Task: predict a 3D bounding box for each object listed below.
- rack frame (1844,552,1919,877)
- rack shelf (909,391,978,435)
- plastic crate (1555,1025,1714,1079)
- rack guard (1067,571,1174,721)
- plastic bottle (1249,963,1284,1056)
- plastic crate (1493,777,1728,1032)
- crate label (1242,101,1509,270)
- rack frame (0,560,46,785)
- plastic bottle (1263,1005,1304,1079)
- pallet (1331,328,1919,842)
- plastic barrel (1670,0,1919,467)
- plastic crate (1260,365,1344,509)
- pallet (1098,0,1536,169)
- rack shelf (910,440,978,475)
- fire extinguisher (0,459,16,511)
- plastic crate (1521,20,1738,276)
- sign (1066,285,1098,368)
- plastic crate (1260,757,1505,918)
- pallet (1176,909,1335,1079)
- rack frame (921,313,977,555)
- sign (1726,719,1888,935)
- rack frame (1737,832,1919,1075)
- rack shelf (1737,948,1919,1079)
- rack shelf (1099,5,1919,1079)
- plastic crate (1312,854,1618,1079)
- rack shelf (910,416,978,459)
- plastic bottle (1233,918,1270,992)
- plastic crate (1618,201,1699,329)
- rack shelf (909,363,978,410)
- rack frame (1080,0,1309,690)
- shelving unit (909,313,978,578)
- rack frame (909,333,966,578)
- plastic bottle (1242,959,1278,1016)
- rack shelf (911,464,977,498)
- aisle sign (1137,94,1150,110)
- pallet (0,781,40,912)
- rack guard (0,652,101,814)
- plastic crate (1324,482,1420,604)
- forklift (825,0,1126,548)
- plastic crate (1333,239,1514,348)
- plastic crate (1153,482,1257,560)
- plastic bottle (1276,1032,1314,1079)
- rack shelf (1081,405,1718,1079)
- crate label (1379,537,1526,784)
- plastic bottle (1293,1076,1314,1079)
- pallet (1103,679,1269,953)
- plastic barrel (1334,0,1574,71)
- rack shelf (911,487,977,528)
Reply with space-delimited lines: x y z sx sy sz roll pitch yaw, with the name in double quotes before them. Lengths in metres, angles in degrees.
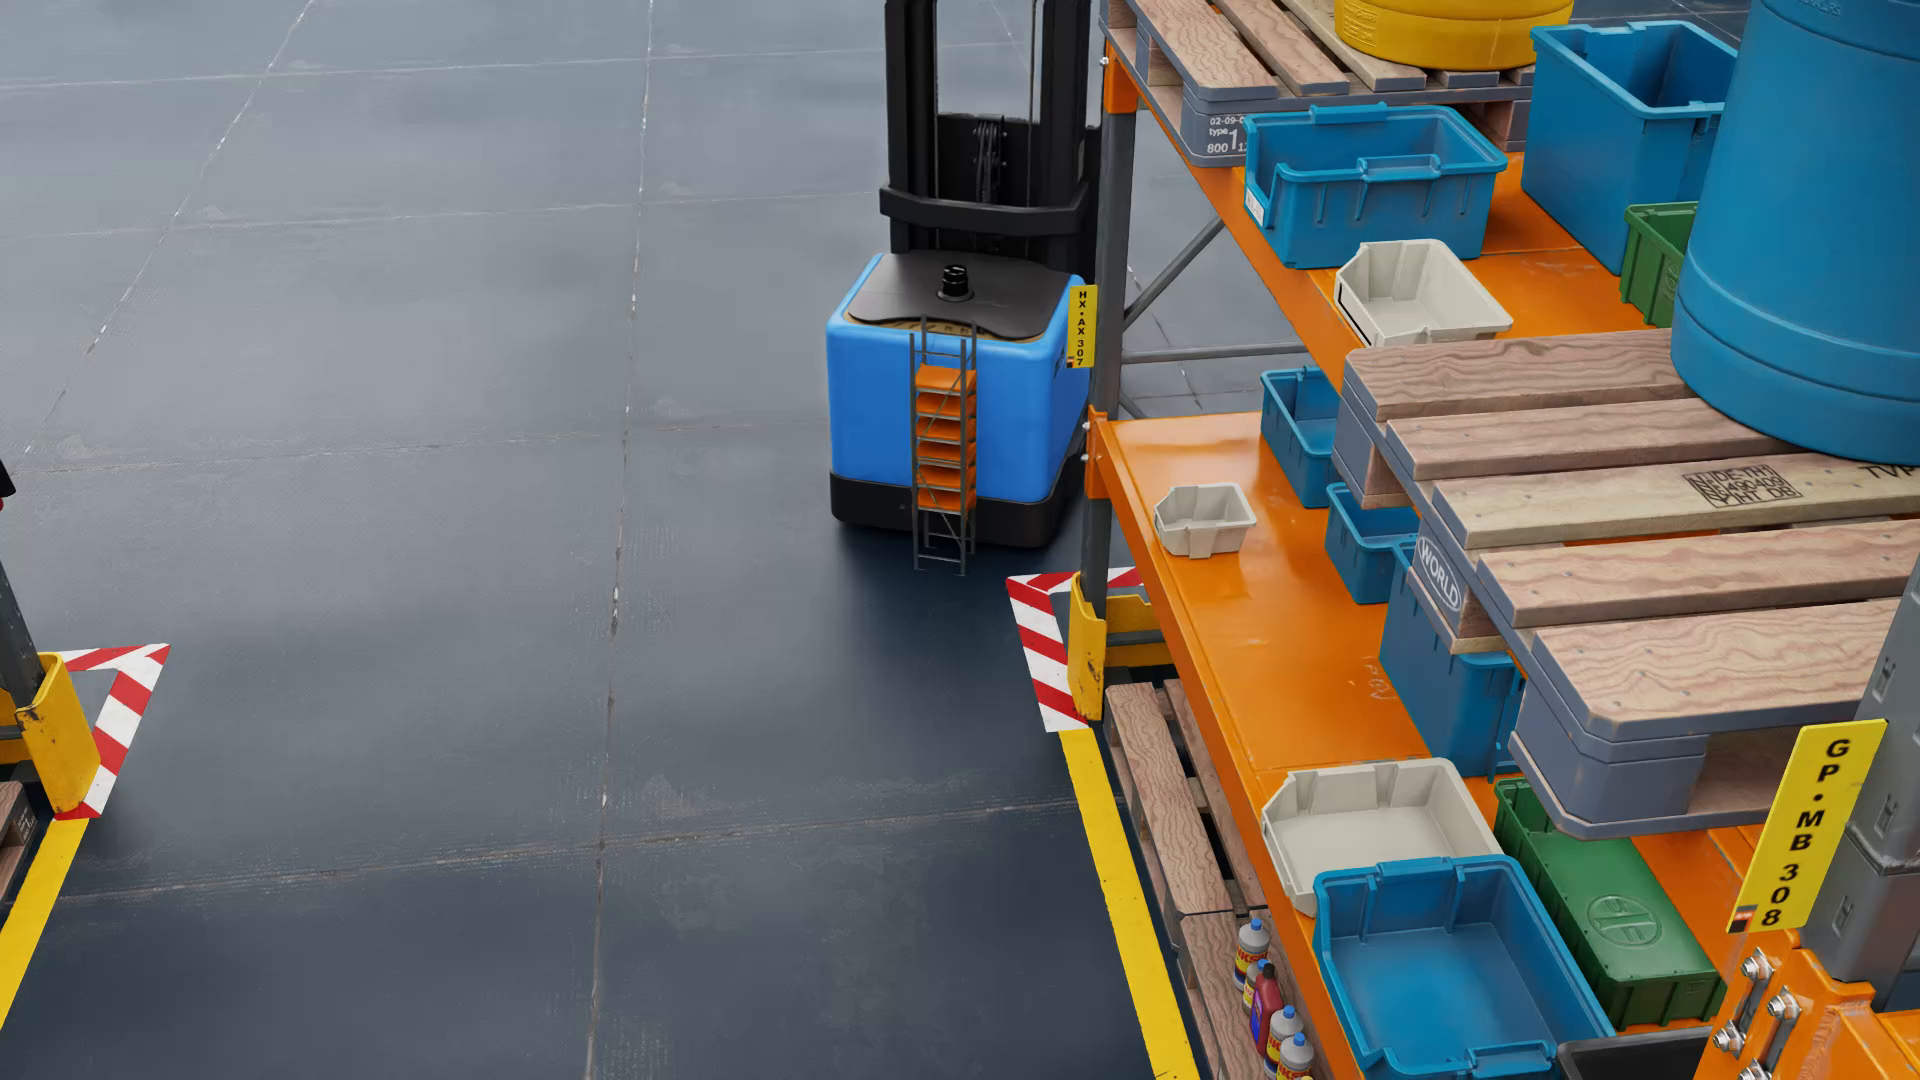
"rack frame" 1.521 -0.935 1.131 1.000 3.000 0.127 -4 35 -6
"rack shelf" -0.070 -0.556 7.153 0.258 0.103 0.180 8 35 12
"plastic crate" 1.576 1.268 3.280 0.767 0.338 0.504 -4 35 -6
"rack guard" 1.039 0.384 6.742 1.175 0.500 0.348 -4 35 -6
"plastic bottle" 0.930 1.416 5.030 0.061 0.283 0.133 -4 34 -6
"plastic crate" 1.618 0.853 4.023 0.450 0.188 0.662 -4 35 -6
"crate label" 0.907 -0.796 3.723 0.502 0.251 0.408 -4 35 -6
"rack frame" -3.925 -0.313 5.545 1.000 3.000 0.127 -4 35 -6
"plastic bottle" 0.964 1.485 4.940 0.097 0.271 0.097 0 34 0
"pallet" 1.327 -0.012 2.609 1.213 0.211 1.003 -4 35 -6
"plastic barrel" 1.493 -0.639 2.543 0.600 0.901 0.708 -4 35 -6
"plastic crate" 1.346 -0.370 5.761 0.499 0.251 0.616 -4 35 -6
"pallet" 0.997 -1.380 4.616 1.003 0.211 1.213 -4 35 -6
"rack shelf" -0.070 -0.358 7.288 0.258 0.103 0.180 8 35 12
"fire extinguisher" -3.484 -0.379 5.712 0.296 0.674 0.183 -4 35 -6
"plastic crate" 1.537 -0.879 3.727 0.392 0.384 0.575 -4 35 -6
"sign" 0.437 -0.763 5.960 0.100 0.325 0.005 -4 35 -6
"plastic crate" 1.051 0.766 4.196 0.530 0.136 0.437 -4 35 -6
"pallet" 1.304 1.637 5.161 1.003 0.211 1.213 -4 35 -6
"rack frame" -0.047 -0.444 7.336 0.240 1.200 0.006 8 35 12
"sign" 0.974 0.337 1.921 0.100 0.325 0.005 -4 35 -6
"rack frame" 1.521 1.544 2.820 1.000 3.000 0.127 -4 35 -6
"rack shelf" 1.790 1.718 0.540 1.077 0.370 4.000 -4 35 -6
"rack shelf" 1.252 -0.514 3.816 1.077 0.370 4.000 -4 35 -6
"plastic crate" 1.103 1.009 3.738 0.499 0.251 0.616 -4 35 -6
"rack shelf" -0.070 -0.457 7.221 0.258 0.103 0.180 8 35 12
"plastic bottle" 0.918 1.293 5.221 0.097 0.271 0.097 0 34 0
"plastic crate" 1.578 -0.509 3.357 0.336 0.188 0.450 -4 35 -6
"rack shelf" -0.070 -0.655 7.085 0.258 0.103 0.180 8 35 12
"rack frame" 0.983 -0.688 6.096 1.000 3.000 0.127 -4 35 -6
"shelving unit" -0.070 -0.394 7.263 0.258 1.200 0.189 8 35 12
"rack frame" -0.093 -0.344 7.190 0.240 1.200 0.006 8 35 12
"plastic bottle" 0.932 1.380 5.156 0.097 0.201 0.097 0 34 0
"rack shelf" -0.070 -0.258 7.356 0.258 0.103 0.180 8 35 12
"aisle sign" 0.683 -1.780 5.390 0.394 0.787 0.004 -4 35 -6
"pallet" -3.841 1.338 5.599 1.003 0.211 1.213 -4 35 -6
"rack guard" -3.915 0.763 6.187 1.175 0.500 0.348 -4 35 -6
"plastic crate" 1.428 -0.007 5.228 0.499 0.251 0.408 -4 35 -6
"forklift" 0.255 -2.000 8.082 1.130 2.935 3.031 8 35 12
"plastic crate" 0.904 -0.451 3.319 0.243 0.136 0.396 -4 35 -6
"plastic crate" 0.784 -0.055 5.401 0.298 0.136 0.250 -4 35 -6
"plastic bottle" 0.977 1.540 4.858 0.097 0.271 0.097 0 34 0
"rack shelf" 1.252 0.726 4.660 1.077 0.370 4.000 -4 35 -6
"crate label" 1.498 0.304 4.608 0.502 0.435 0.616 -4 35 -6
"plastic bottle" 0.991 1.625 4.797 0.097 0.201 0.097 0 34 0
"pallet" 1.143 0.957 6.158 1.003 0.211 1.213 -4 35 -6
"plastic barrel" 1.262 -1.552 4.160 0.600 0.588 0.600 0 34 0
"rack shelf" -0.070 -0.159 7.423 0.258 0.103 0.180 8 35 12
